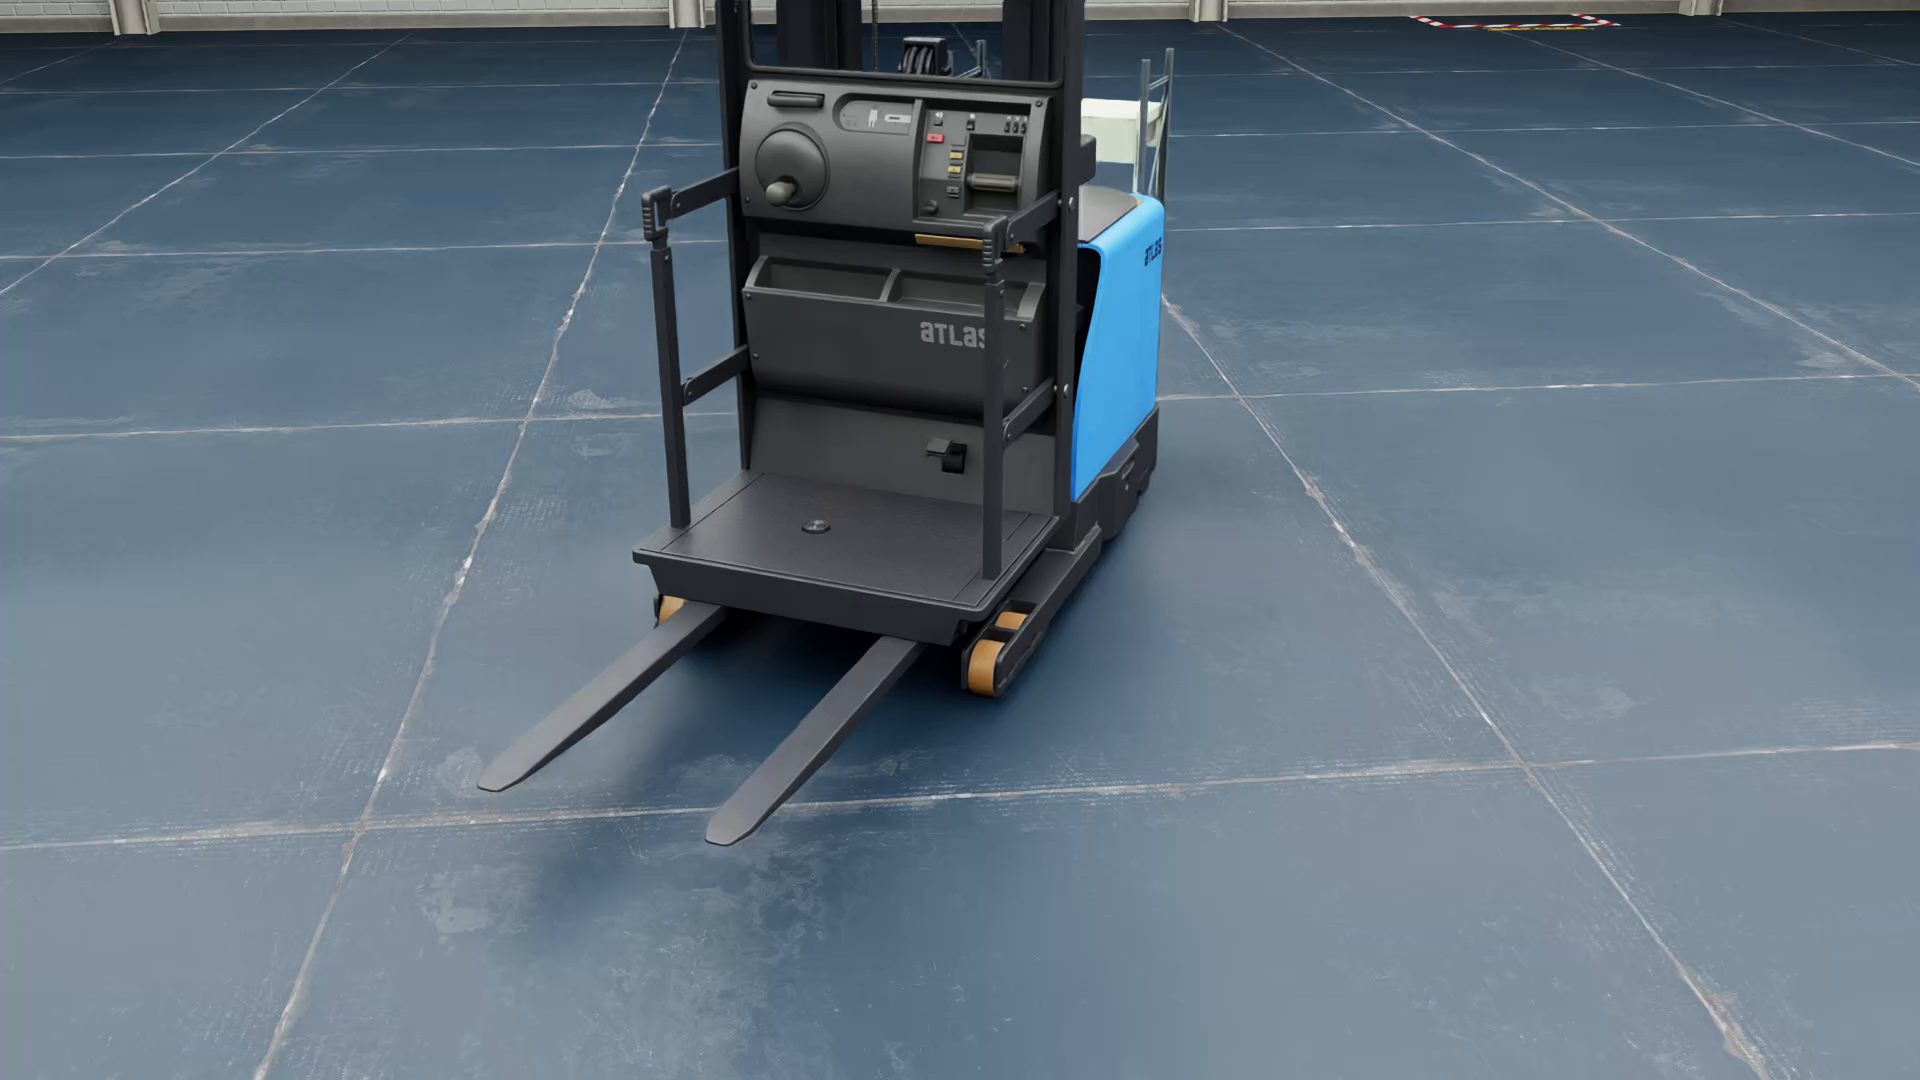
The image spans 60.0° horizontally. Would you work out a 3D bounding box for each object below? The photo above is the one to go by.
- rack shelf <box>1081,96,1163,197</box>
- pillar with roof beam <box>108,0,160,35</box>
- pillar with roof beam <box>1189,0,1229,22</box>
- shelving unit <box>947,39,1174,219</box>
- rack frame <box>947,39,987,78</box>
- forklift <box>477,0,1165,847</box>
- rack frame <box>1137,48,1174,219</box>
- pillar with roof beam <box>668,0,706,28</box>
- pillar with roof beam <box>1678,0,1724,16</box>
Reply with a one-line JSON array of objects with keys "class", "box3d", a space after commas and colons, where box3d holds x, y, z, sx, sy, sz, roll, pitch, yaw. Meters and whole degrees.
[{"class": "rack shelf", "box3d": [0.366, -1.465, 6.228, 0.720, 0.370, 0.431, 8, 24, 18]}, {"class": "pillar with roof beam", "box3d": [-8.630, -7.957, 12.573, 0.400, 9.000, 9.100, -2, 24, -5]}, {"class": "pillar with roof beam", "box3d": [3.312, -8.436, 13.651, 0.400, 9.000, 9.100, -2, 24, -5]}, {"class": "shelving unit", "box3d": [0.363, -1.106, 6.380, 0.755, 1.500, 0.431, 8, 24, 18]}, {"class": "rack frame", "box3d": [0.019, -1.156, 6.493, 0.023, 1.500, 0.400, 8, 24, 18]}, {"class": "forklift", "box3d": [-0.276, -1.082, 4.575, 1.130, 2.935, 3.031, 9, 25, 19]}, {"class": "rack frame", "box3d": [0.708, -1.055, 6.266, 0.023, 1.500, 0.400, 8, 24, 18]}, {"class": "pillar with roof beam", "box3d": [-2.659, -8.197, 13.112, 0.400, 9.000, 9.100, -2, 24, -5]}, {"class": "pillar with roof beam", "box3d": [9.283, -8.676, 14.190, 0.400, 9.000, 9.100, -2, 24, -5]}]
